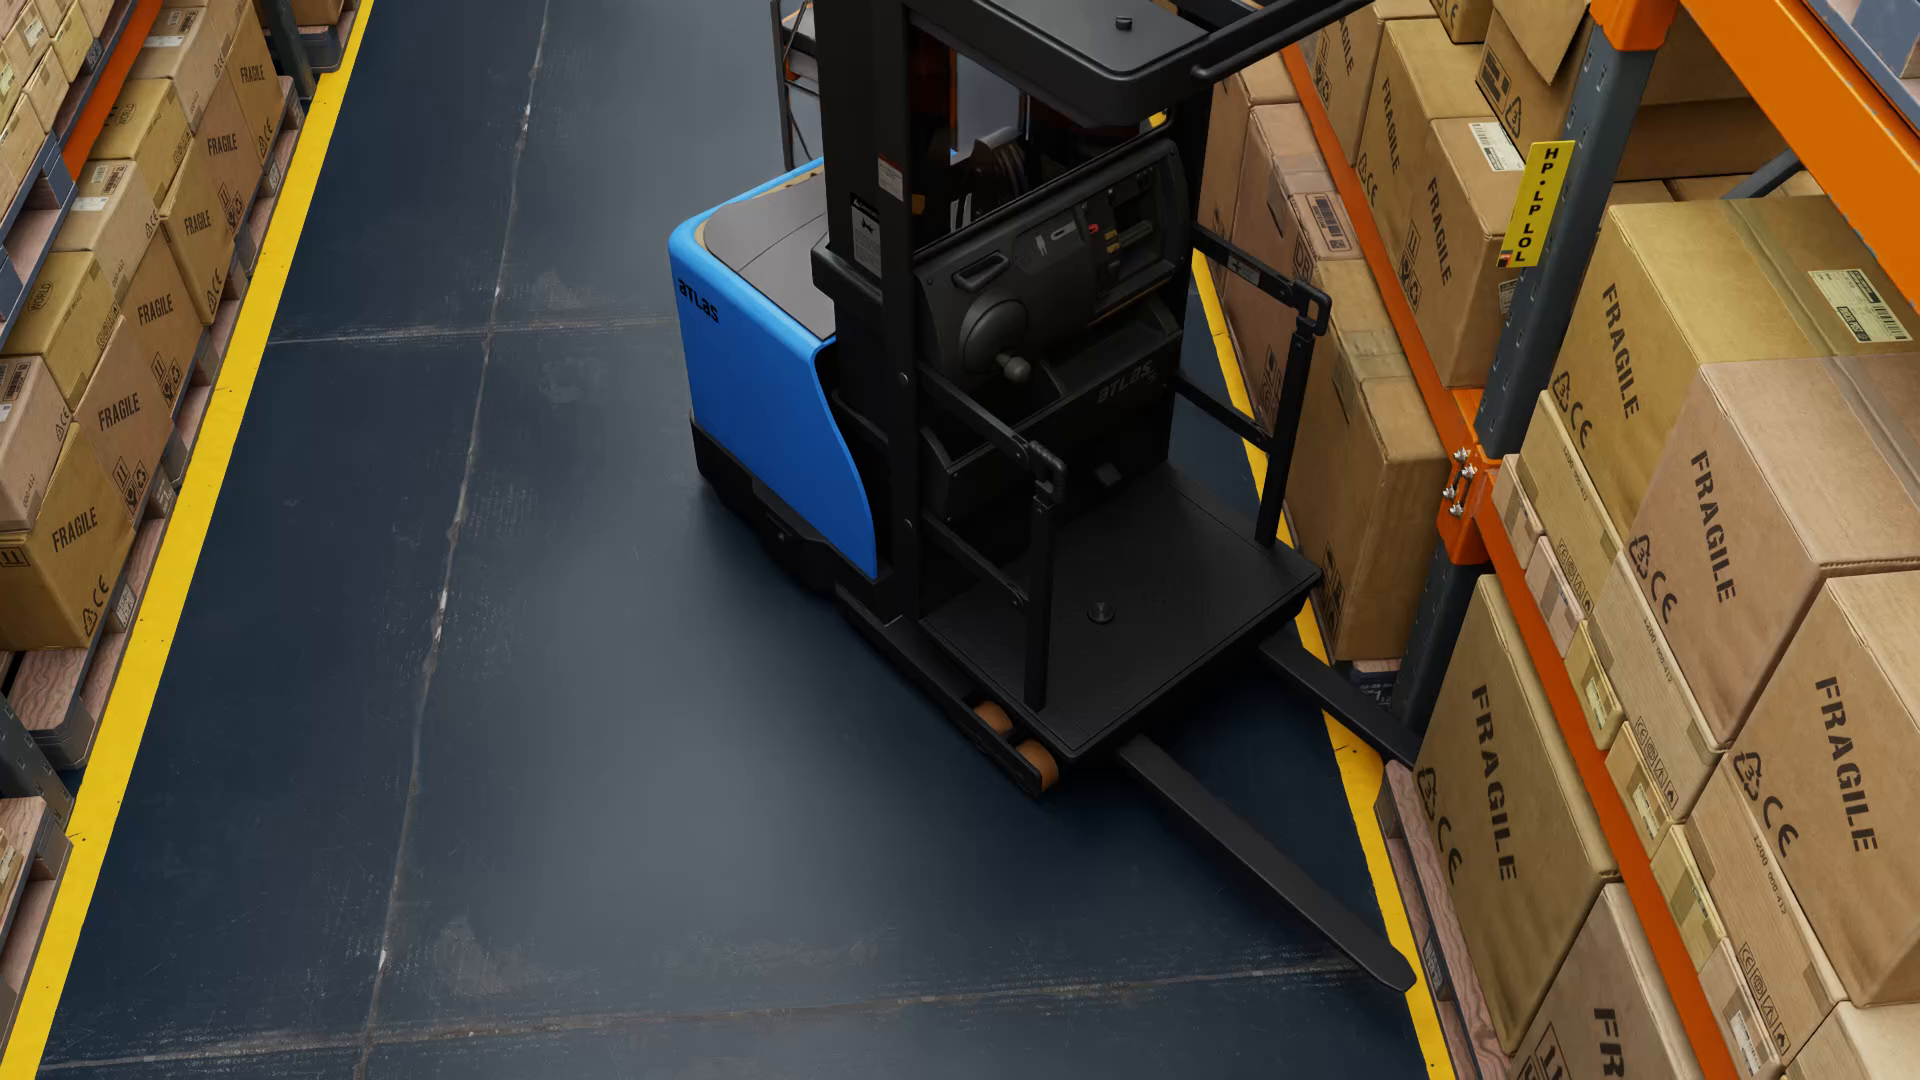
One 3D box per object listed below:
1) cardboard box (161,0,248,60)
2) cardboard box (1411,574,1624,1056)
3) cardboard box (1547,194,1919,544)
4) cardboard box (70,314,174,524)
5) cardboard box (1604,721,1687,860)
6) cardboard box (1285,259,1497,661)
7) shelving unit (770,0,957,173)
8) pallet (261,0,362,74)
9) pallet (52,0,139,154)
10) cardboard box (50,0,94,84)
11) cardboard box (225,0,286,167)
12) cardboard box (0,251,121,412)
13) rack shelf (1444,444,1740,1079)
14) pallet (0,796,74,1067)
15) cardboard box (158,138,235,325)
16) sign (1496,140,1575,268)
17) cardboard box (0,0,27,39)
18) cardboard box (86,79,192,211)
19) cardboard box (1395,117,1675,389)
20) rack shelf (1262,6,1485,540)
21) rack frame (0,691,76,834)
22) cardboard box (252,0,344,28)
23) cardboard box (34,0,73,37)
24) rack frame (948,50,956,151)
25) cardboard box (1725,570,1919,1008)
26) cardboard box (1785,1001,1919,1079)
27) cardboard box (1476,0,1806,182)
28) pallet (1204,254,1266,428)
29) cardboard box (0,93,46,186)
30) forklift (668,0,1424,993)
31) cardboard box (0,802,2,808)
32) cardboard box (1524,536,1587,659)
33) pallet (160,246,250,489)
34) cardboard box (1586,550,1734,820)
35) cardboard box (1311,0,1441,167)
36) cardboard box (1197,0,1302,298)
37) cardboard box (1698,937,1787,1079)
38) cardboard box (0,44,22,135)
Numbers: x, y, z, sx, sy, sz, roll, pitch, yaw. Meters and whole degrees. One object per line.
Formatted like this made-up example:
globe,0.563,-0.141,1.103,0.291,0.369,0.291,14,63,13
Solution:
cardboard box,-3.169,-2.128,6.615,0.500,0.250,0.500,-4,47,-4
cardboard box,1.774,0.671,4.223,0.875,0.875,0.875,-3,47,-3
cardboard box,1.583,-0.345,3.392,0.500,0.500,0.500,-3,47,-3
cardboard box,-2.997,-0.388,5.484,0.500,0.500,0.500,-2,47,-1
cardboard box,1.560,0.493,3.390,0.380,0.149,0.250,-5,47,-4
cardboard box,1.725,-0.274,5.117,1.225,0.875,0.875,-3,47,-3
shelving unit,-0.328,-1.661,5.872,0.431,2.100,0.503,30,53,26
pallet,-3.479,-2.680,8.143,1.003,0.211,1.213,-3,47,-3
pallet,-3.281,-1.568,5.301,1.003,0.211,1.213,-3,47,-3
cardboard box,-2.842,-1.485,4.974,0.380,0.149,0.250,-4,47,-4
cardboard box,-3.172,-1.888,6.905,0.500,0.500,0.500,-4,47,-3
cardboard box,-2.999,-0.648,5.214,0.500,0.250,0.500,-2,47,-2
rack shelf,1.965,1.296,2.952,1.077,0.370,4.000,-3,47,-3
pallet,-3.062,1.273,4.399,1.003,0.211,1.213,-3,47,-3
cardboard box,-3.072,-1.131,6.187,0.500,0.500,0.500,-5,47,-5
sign,1.258,-0.729,3.632,0.100,0.325,0.005,-3,47,-3
cardboard box,-2.816,-1.498,4.577,0.380,0.149,0.250,-4,47,-4
cardboard box,-3.089,-1.394,5.920,0.500,0.250,0.500,-2,47,-2
cardboard box,1.487,-0.754,4.329,0.500,0.500,0.500,-3,47,-3
rack shelf,1.631,-1.598,5.693,1.077,0.370,4.000,-3,47,-3
rack frame,-3.153,-0.170,3.845,1.000,3.000,0.127,-3,47,-3
cardboard box,-3.449,-2.881,7.672,1.050,0.750,0.750,-4,47,-4
cardboard box,-2.842,-1.592,4.871,0.380,0.149,0.250,-4,47,-4
rack frame,-0.176,-1.799,6.005,0.400,2.100,0.015,30,53,26
cardboard box,1.665,0.388,2.698,0.500,0.500,0.500,-5,47,-5
cardboard box,1.695,0.999,2.636,0.500,0.250,0.500,-3,47,-3
cardboard box,1.736,-1.239,4.098,0.797,0.503,0.637,-5,47,-4
pallet,1.553,-0.878,6.436,1.003,0.211,1.213,-3,47,-3
cardboard box,-2.794,-1.104,4.613,0.380,0.149,0.250,-3,47,-3
forklift,0.413,-0.663,4.360,1.130,2.935,3.031,-32,54,-27
cardboard box,-2.810,0.772,4.422,0.380,0.149,0.250,-3,47,-2
cardboard box,1.513,0.113,3.750,0.380,0.149,0.250,-5,47,-5
pallet,-3.325,-0.659,6.229,1.003,0.211,1.213,-3,47,-3
cardboard box,1.613,0.267,3.329,0.500,0.250,0.500,-4,47,-3
cardboard box,1.402,-1.490,5.027,0.500,0.500,0.500,-4,47,-4
cardboard box,1.567,-1.560,6.336,1.225,0.875,0.875,-3,47,-3
cardboard box,1.600,0.860,3.042,0.380,0.149,0.250,-3,47,-3
cardboard box,-2.796,-1.205,4.504,0.380,0.149,0.250,-5,47,-5
